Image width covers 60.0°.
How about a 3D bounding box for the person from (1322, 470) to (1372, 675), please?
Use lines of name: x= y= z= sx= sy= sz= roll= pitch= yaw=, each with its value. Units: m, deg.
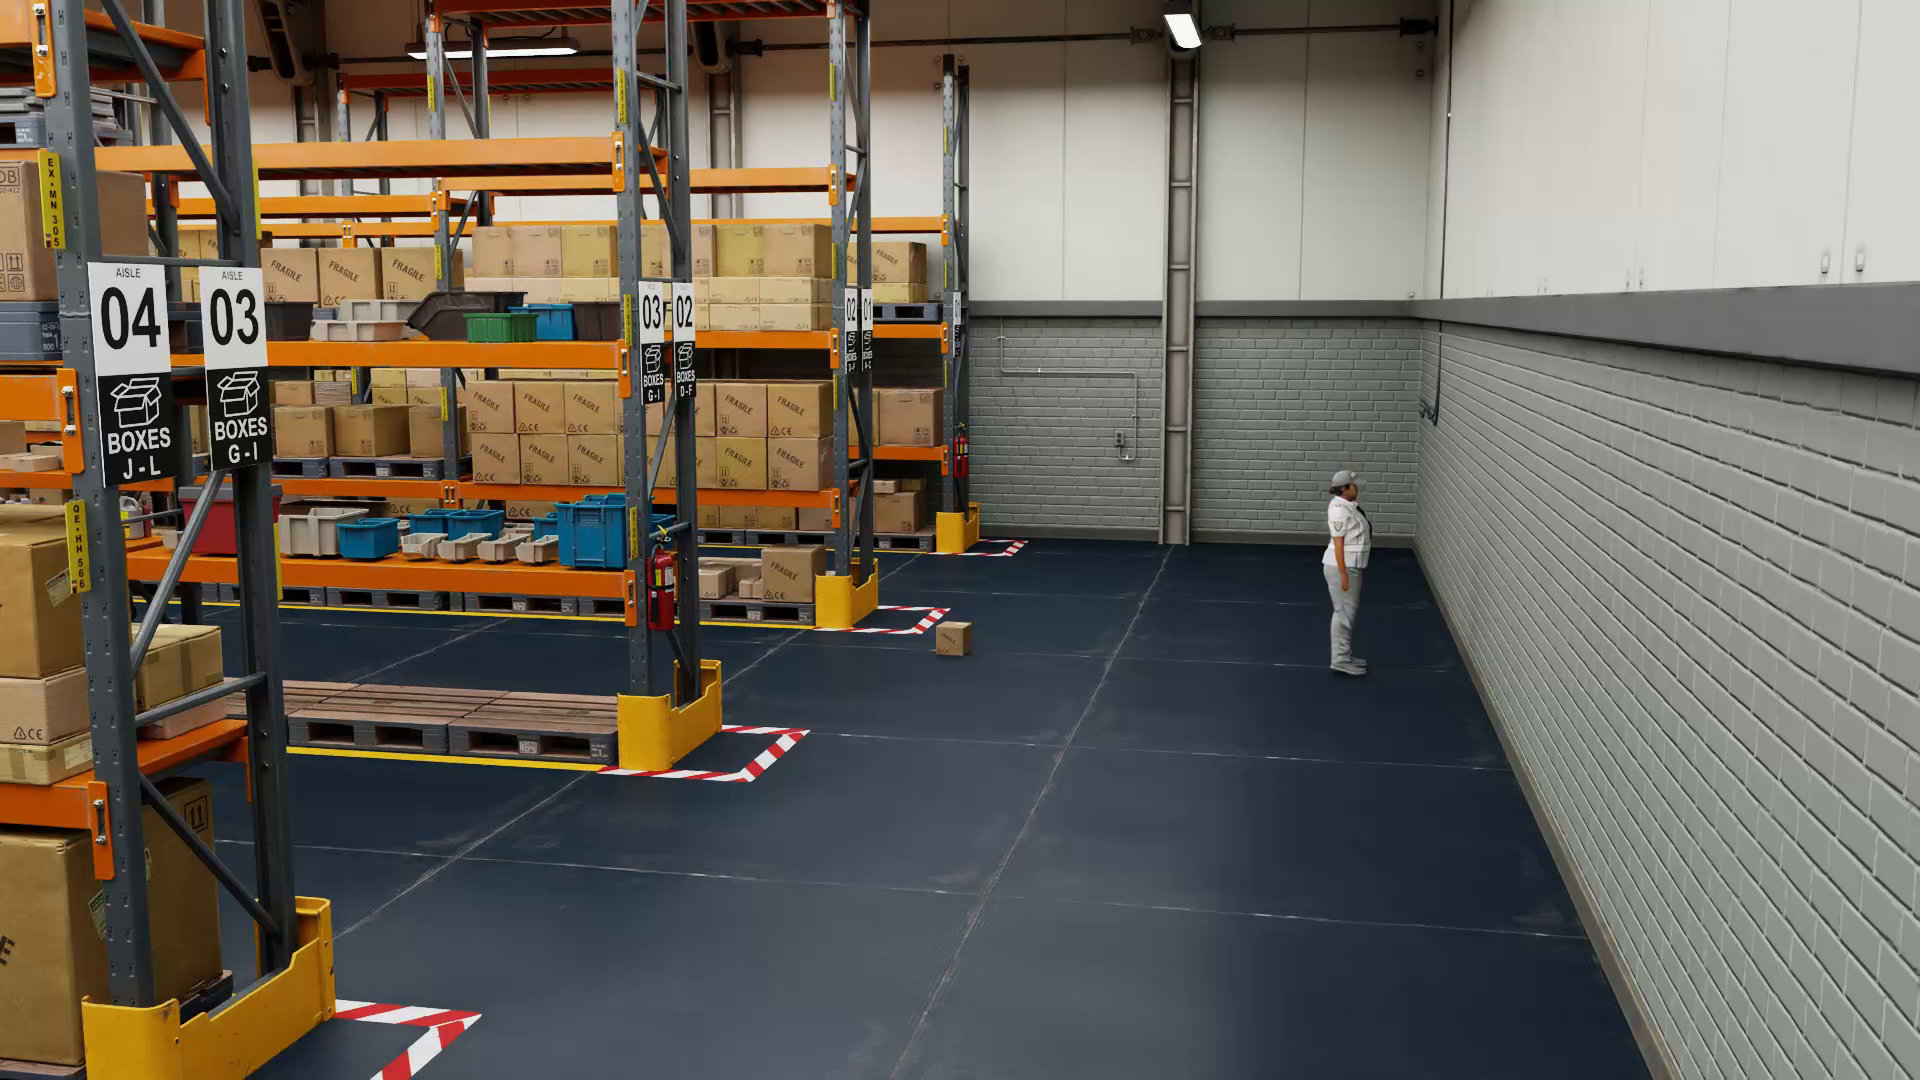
person: x=3.237 y=0.252 z=13.883 sx=0.414 sy=1.678 sz=0.492 roll=3 pitch=9 yaw=21
